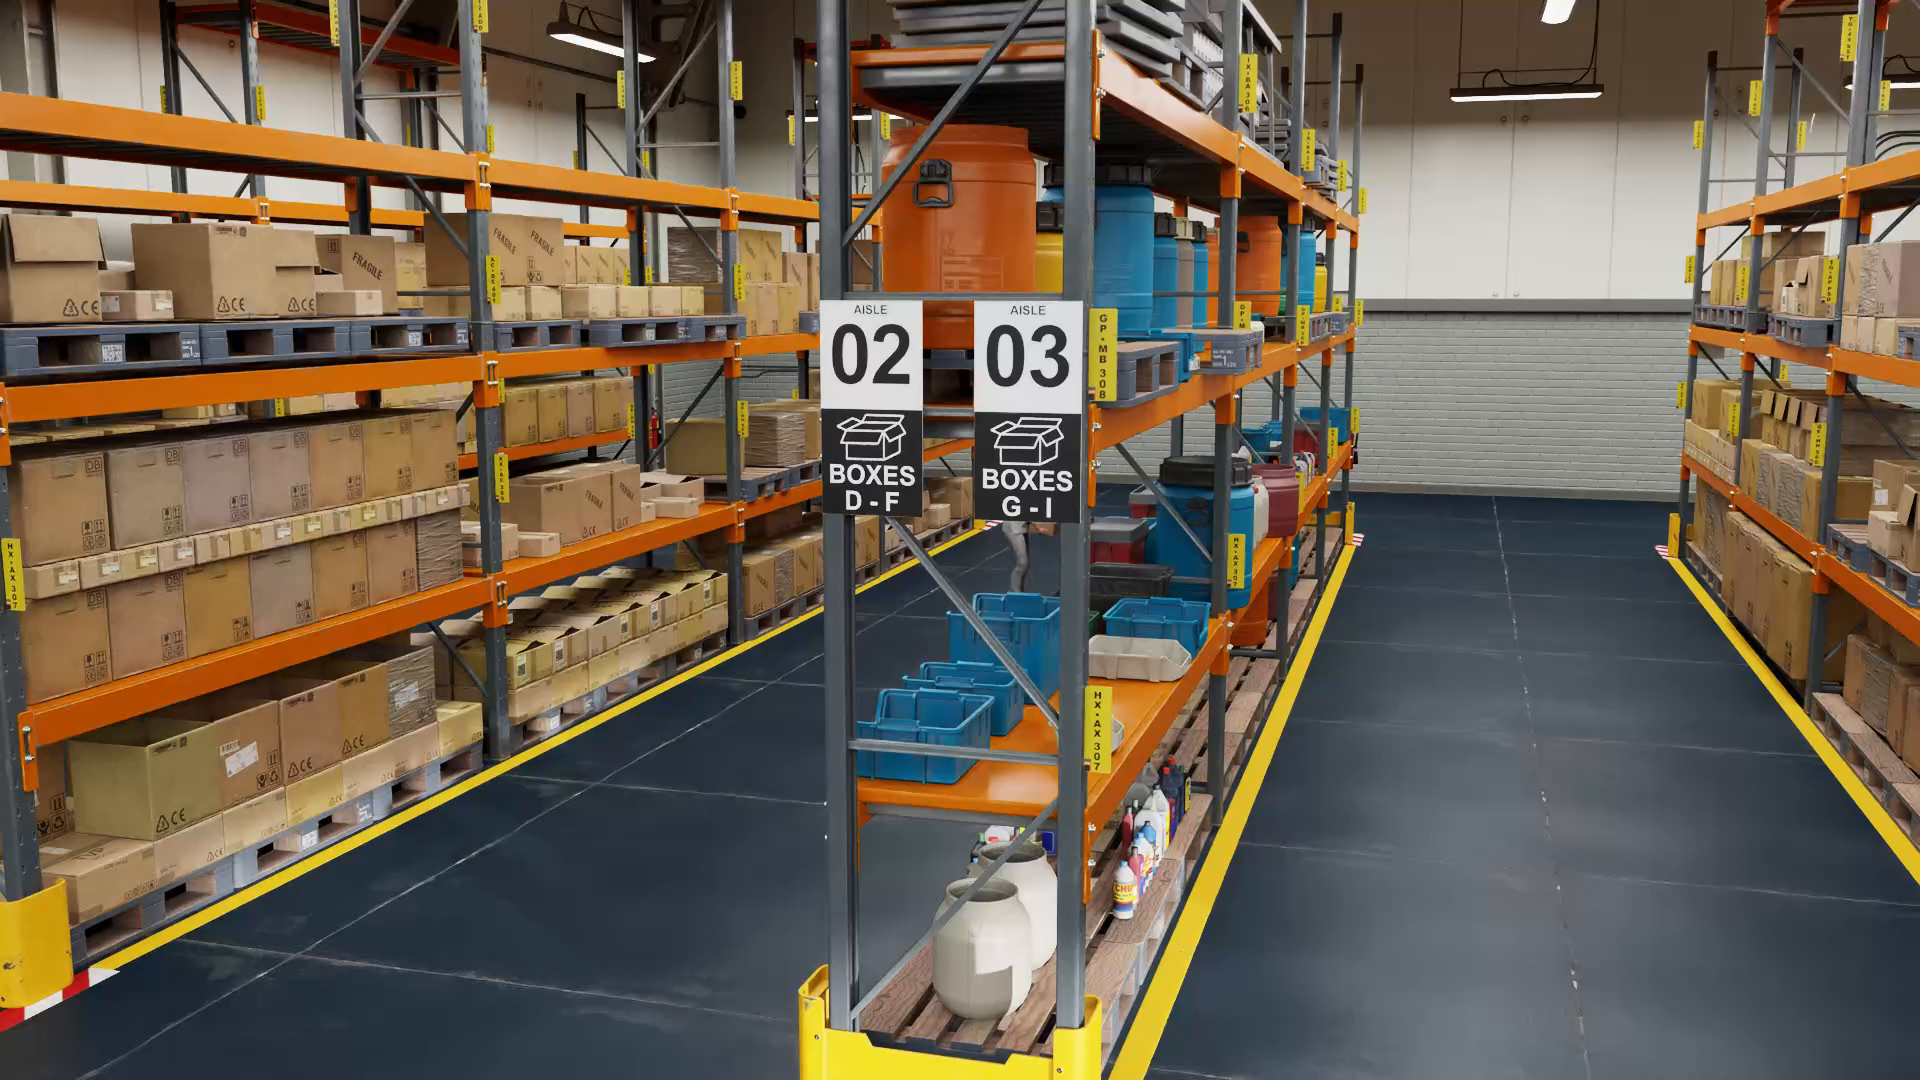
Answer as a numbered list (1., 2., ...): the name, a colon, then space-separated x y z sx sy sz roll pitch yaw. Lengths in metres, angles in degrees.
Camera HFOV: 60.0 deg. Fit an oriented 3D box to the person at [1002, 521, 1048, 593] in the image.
1. person: 0.678 -0.068 16.843 0.499 1.599 0.375 2 9 15
